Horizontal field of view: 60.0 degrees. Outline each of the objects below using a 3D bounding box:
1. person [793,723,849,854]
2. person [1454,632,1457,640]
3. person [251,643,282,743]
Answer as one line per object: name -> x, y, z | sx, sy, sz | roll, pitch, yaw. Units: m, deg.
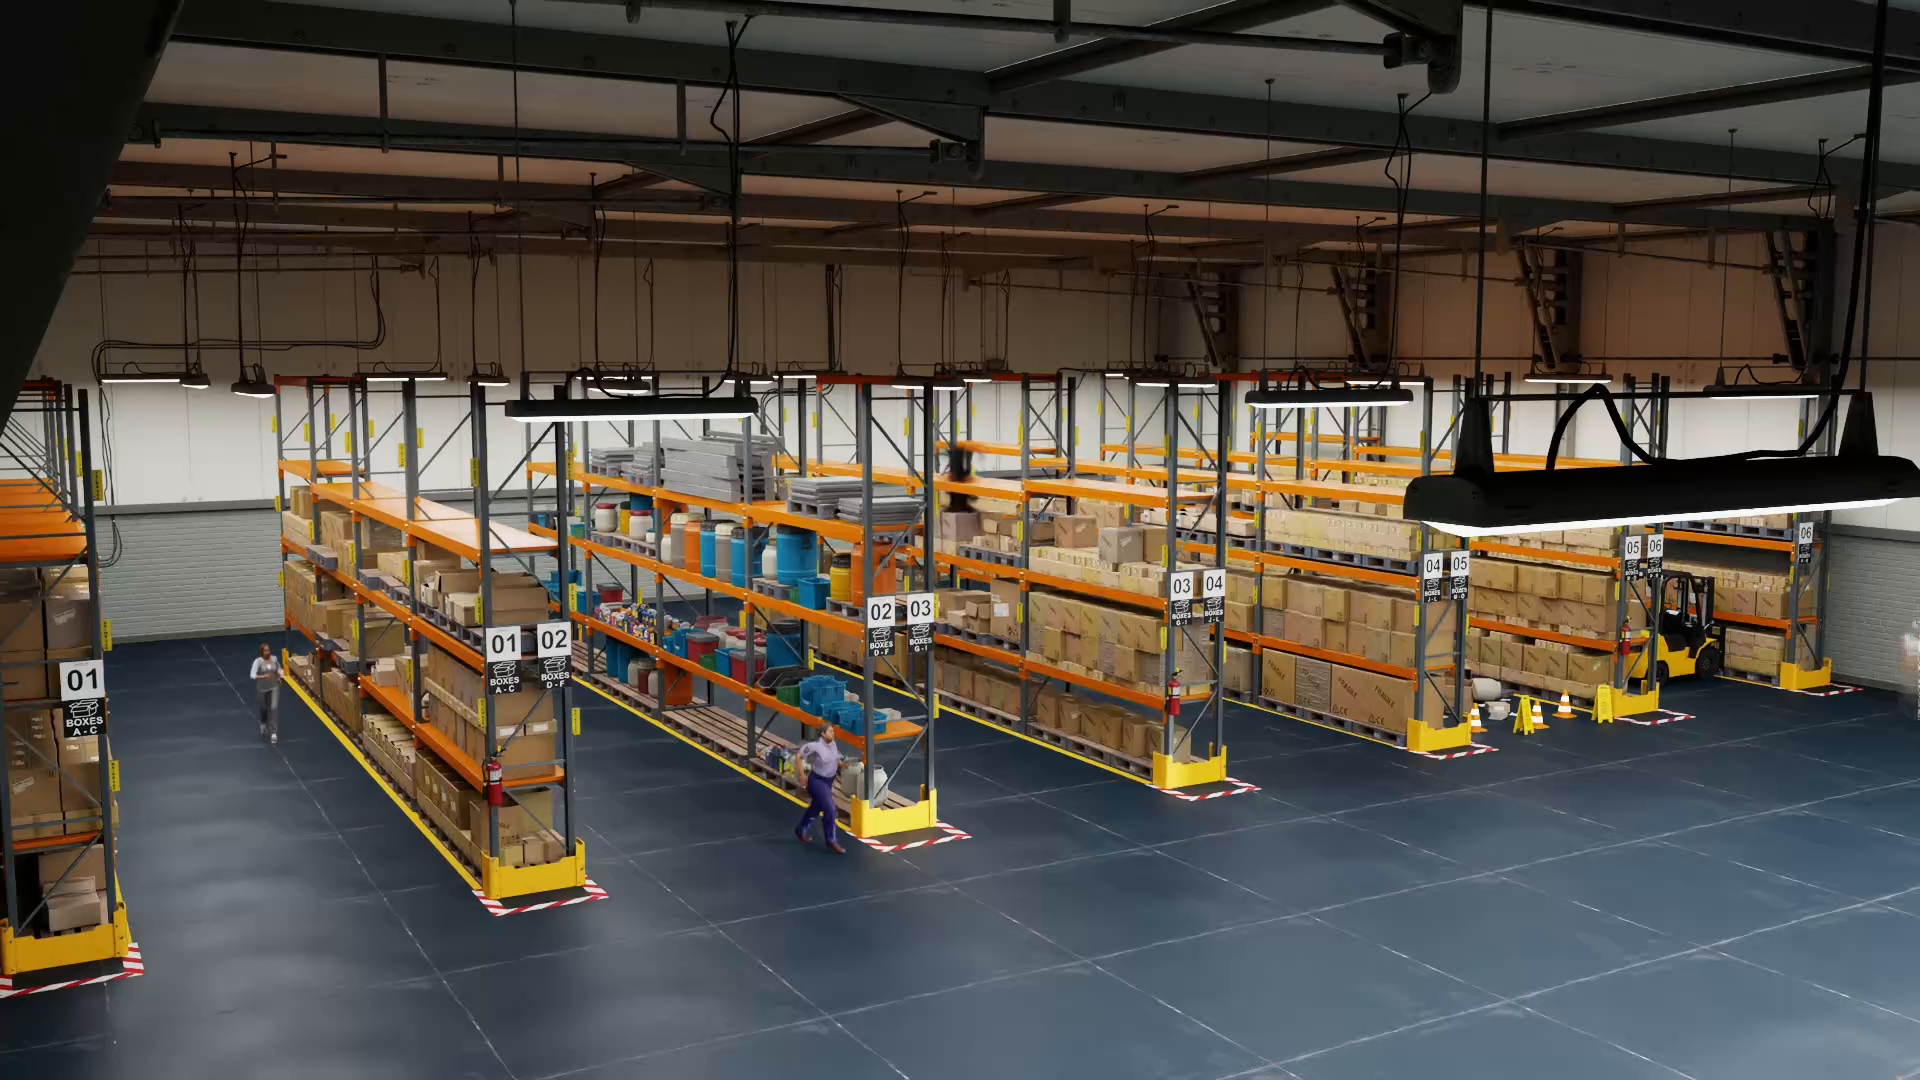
person -> -1.791, 3.158, 21.450 | 0.877, 1.615, 0.608 | 3, 7, 28
person -> 10.674, 1.665, 35.760 | 0.814, 1.535, 0.687 | 6, 8, 43
person -> -11.497, 2.497, 27.580 | 0.507, 1.609, 0.861 | -4, 7, -30
